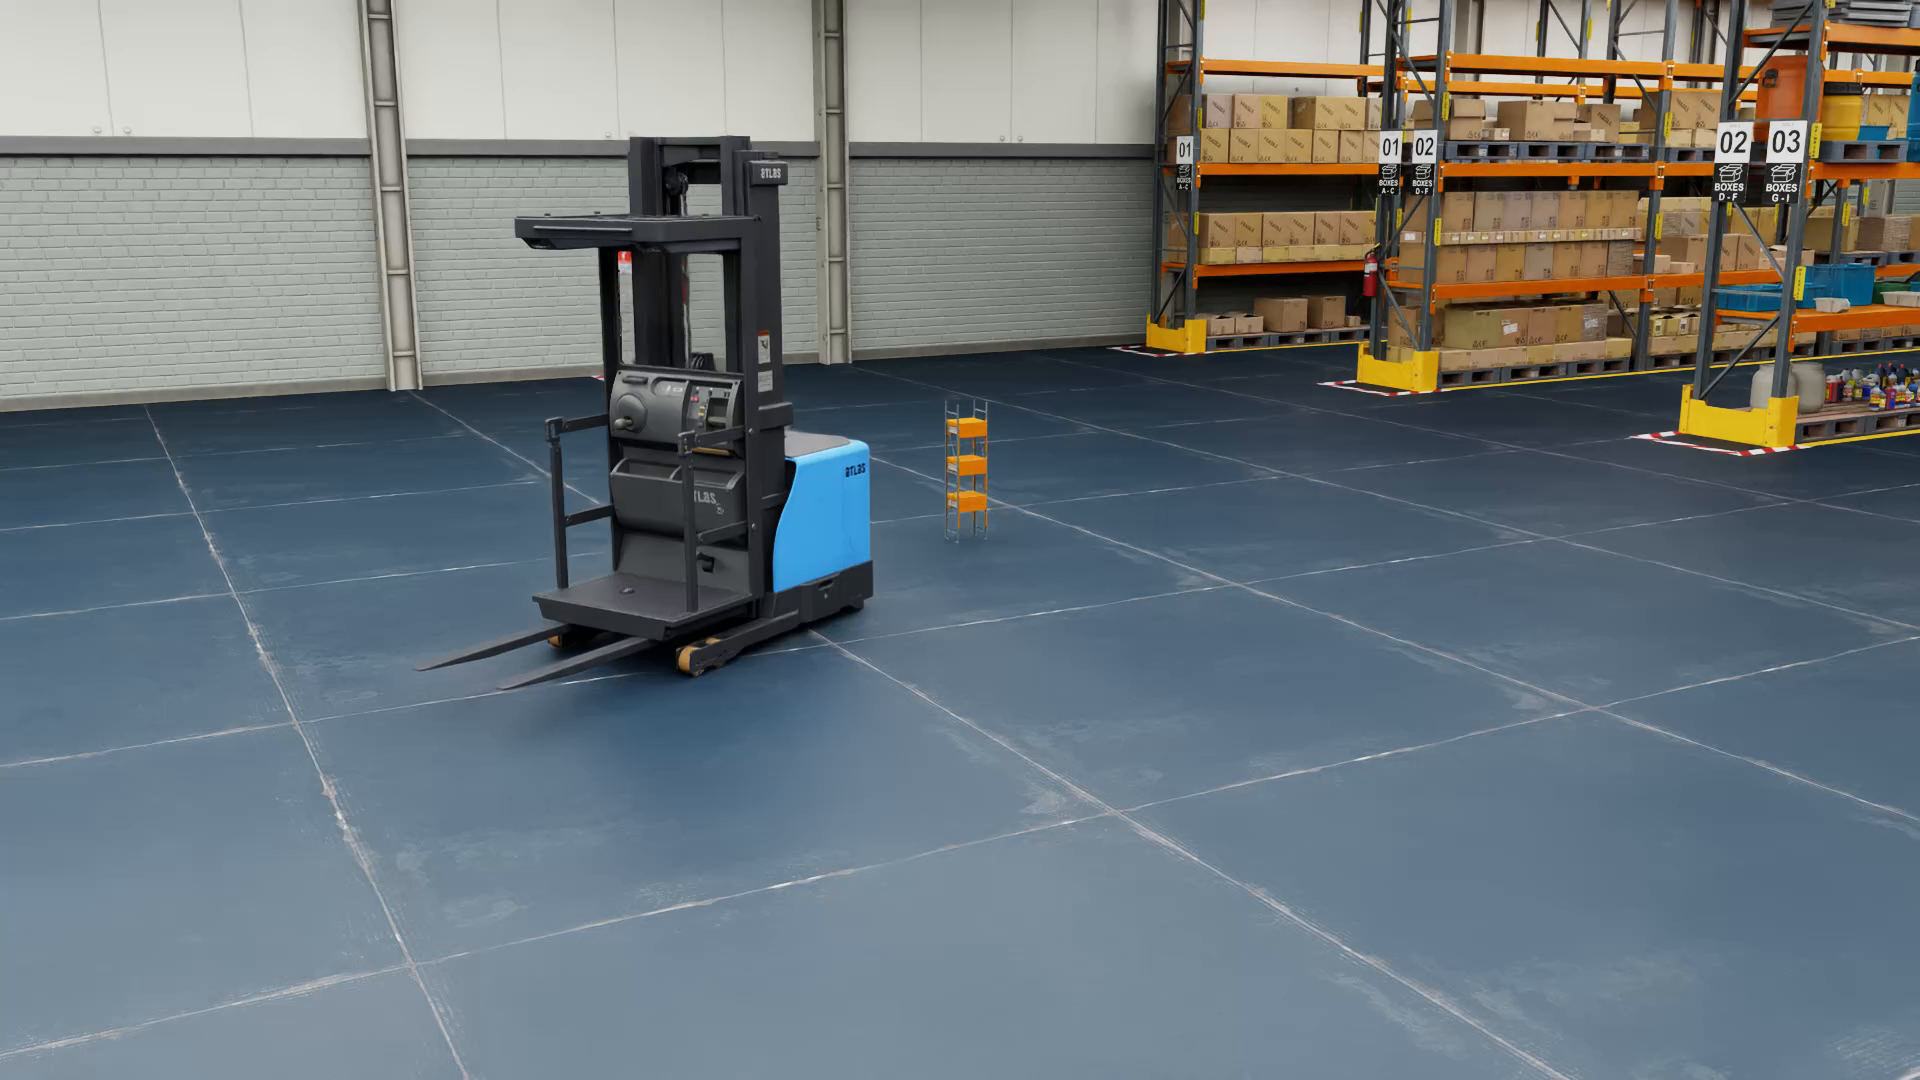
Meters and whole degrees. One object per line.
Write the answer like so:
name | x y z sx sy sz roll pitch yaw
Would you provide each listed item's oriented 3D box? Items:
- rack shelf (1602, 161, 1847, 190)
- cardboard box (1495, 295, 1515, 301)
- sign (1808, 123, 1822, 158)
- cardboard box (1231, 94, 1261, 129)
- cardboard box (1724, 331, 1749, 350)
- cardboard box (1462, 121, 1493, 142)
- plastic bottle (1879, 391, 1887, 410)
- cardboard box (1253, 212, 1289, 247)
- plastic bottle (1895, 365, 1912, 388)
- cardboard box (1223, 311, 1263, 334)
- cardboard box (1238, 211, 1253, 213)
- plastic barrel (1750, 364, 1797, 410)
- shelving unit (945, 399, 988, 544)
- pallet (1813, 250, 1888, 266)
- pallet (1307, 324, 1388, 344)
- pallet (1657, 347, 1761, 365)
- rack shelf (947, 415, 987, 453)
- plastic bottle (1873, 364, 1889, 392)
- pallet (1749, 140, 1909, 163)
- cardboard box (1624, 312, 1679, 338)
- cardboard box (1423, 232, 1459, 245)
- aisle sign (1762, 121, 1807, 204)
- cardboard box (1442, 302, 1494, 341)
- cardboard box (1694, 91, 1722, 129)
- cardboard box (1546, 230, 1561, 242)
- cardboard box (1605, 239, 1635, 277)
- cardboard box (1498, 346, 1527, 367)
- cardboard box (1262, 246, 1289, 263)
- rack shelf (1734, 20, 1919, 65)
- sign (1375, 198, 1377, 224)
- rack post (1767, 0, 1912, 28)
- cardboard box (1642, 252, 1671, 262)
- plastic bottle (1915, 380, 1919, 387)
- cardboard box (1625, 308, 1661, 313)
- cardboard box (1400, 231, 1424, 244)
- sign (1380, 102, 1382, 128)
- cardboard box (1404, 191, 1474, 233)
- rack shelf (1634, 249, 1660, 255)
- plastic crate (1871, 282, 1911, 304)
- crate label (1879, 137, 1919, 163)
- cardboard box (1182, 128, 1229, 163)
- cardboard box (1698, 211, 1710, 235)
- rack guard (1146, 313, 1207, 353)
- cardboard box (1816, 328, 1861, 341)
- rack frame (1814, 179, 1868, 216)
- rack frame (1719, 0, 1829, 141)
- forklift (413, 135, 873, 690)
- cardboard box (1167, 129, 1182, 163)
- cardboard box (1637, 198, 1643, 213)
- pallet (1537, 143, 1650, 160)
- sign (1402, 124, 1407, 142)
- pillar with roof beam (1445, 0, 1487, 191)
rack shelf | 10.910 -5.200 23.689 4.000 0.370 1.077 -7 14 -28
cardboard box | 9.174 -4.130 28.818 0.500 0.500 0.700 -7 14 -28
sign | 8.273 -3.862 16.088 0.005 0.325 0.100 -7 14 -28
cardboard box | 4.186 -6.457 25.086 0.500 0.500 0.500 -7 14 -29
cardboard box | 10.977 -2.897 23.956 0.500 0.250 0.500 -7 14 -27
cardboard box | 6.528 -5.292 21.524 0.500 0.250 0.500 -7 14 -28
plastic bottle | 9.845 -1.492 17.779 0.097 0.201 0.097 0 13 0
cardboard box | 4.725 -4.808 25.731 0.500 0.500 0.500 -7 15 -30
plastic bottle | 10.686 -1.812 18.858 0.185 0.351 0.144 -7 14 -28
cardboard box | 4.418 -3.429 26.135 0.500 0.311 0.500 -6 14 -23
cardboard box | 4.477 -4.910 26.181 0.500 0.500 0.500 -7 15 -29
plastic barrel | 8.555 -1.576 17.491 0.421 0.512 0.421 0 13 0
shelving unit | 0.047 -0.518 12.519 0.252 1.050 0.215 -7 14 -28
pallet | 13.227 -4.289 25.272 1.003 0.211 1.213 -7 14 -28
pallet | 6.205 -3.393 27.207 1.213 0.211 1.003 -7 14 -28
pallet | 10.855 -2.731 24.263 1.213 0.211 1.003 -7 14 -28
rack shelf | 0.047 -0.784 12.459 0.240 0.259 0.215 -7 14 -28
plastic bottle | 10.452 -1.820 18.893 0.185 0.351 0.144 -8 15 -30
pallet | 8.787 -3.941 16.886 1.213 0.211 1.003 -7 14 -28
cardboard box | 9.637 -3.009 23.179 0.500 0.311 0.500 -7 14 -28
cardboard box | 6.091 -3.821 21.052 0.250 0.149 0.380 -7 14 -28
aisle sign | 8.091 -3.705 16.321 0.004 0.787 0.394 -7 14 -28
cardboard box | 6.842 -2.907 22.294 0.500 0.500 0.500 -7 14 -28
cardboard box | 10.204 -5.960 23.104 0.500 0.500 0.500 -5 14 -22
cardboard box | 7.672 -4.011 21.893 0.250 0.149 0.380 -6 14 -26
cardboard box | 8.768 -3.878 22.781 0.500 0.500 0.700 -7 15 -29
cardboard box | 7.097 -2.439 21.921 0.500 0.250 0.500 -7 14 -28
cardboard box | 4.746 -4.447 25.833 0.500 0.250 0.500 -7 15 -29
rack shelf | 9.769 -5.092 17.290 4.000 0.370 1.077 -7 14 -28
sign | 5.396 -4.243 21.453 0.005 0.325 0.100 -7 14 -28
rack post | 8.738 -5.239 16.532 0.954 0.300 0.937 -5 14 -22
cardboard box | 9.838 -3.939 23.588 0.258 0.266 0.396 -7 15 -29
plastic bottle | 10.501 -1.614 18.151 0.135 0.276 0.152 -7 14 -27
cardboard box | 9.826 -3.168 23.882 0.500 0.311 0.500 -6 14 -26
cardboard box | 5.888 -3.898 21.394 0.250 0.149 0.380 -7 15 -29
sign | 5.396 -5.419 21.188 0.005 0.325 0.100 -7 14 -28
cardboard box | 6.106 -4.190 21.213 0.500 0.500 0.700 -7 14 -28
rack shelf | 12.044 -5.111 30.128 4.000 0.370 1.077 -7 14 -28
plastic crate | 10.198 -2.730 18.392 0.662 0.188 0.450 -7 14 -28
crate label | 9.815 -4.025 17.170 0.408 0.251 0.502 -7 14 -28
cardboard box | 3.680 -5.919 24.975 0.500 0.500 0.500 -6 14 -26
cardboard box | 13.515 -5.779 30.507 0.500 0.500 0.500 -7 15 -29
rack guard | 3.333 -3.199 25.685 0.348 0.500 1.175 -7 14 -28
cardboard box | 13.202 -3.286 25.069 0.500 0.500 0.500 -6 14 -25
rack frame | 17.311 -6.094 32.854 0.127 3.000 1.000 -7 14 -28
rack frame | 8.014 -5.428 16.233 0.127 3.000 1.000 -7 14 -28
forklift | -1.762 -0.790 9.445 1.130 2.935 3.031 8 15 31
cardboard box | 3.512 -6.025 25.444 0.500 0.500 0.500 -6 14 -24
cardboard box | 11.719 -5.930 29.467 0.500 0.250 0.500 -7 14 -27
pallet | 8.418 -5.202 22.264 1.213 0.211 1.003 -7 14 -28
sign | 7.044 -6.443 26.398 0.005 0.325 0.100 -7 14 -28
pillar with roof beam | 10.796 -7.379 24.902 0.400 9.000 9.100 -7 14 -28
